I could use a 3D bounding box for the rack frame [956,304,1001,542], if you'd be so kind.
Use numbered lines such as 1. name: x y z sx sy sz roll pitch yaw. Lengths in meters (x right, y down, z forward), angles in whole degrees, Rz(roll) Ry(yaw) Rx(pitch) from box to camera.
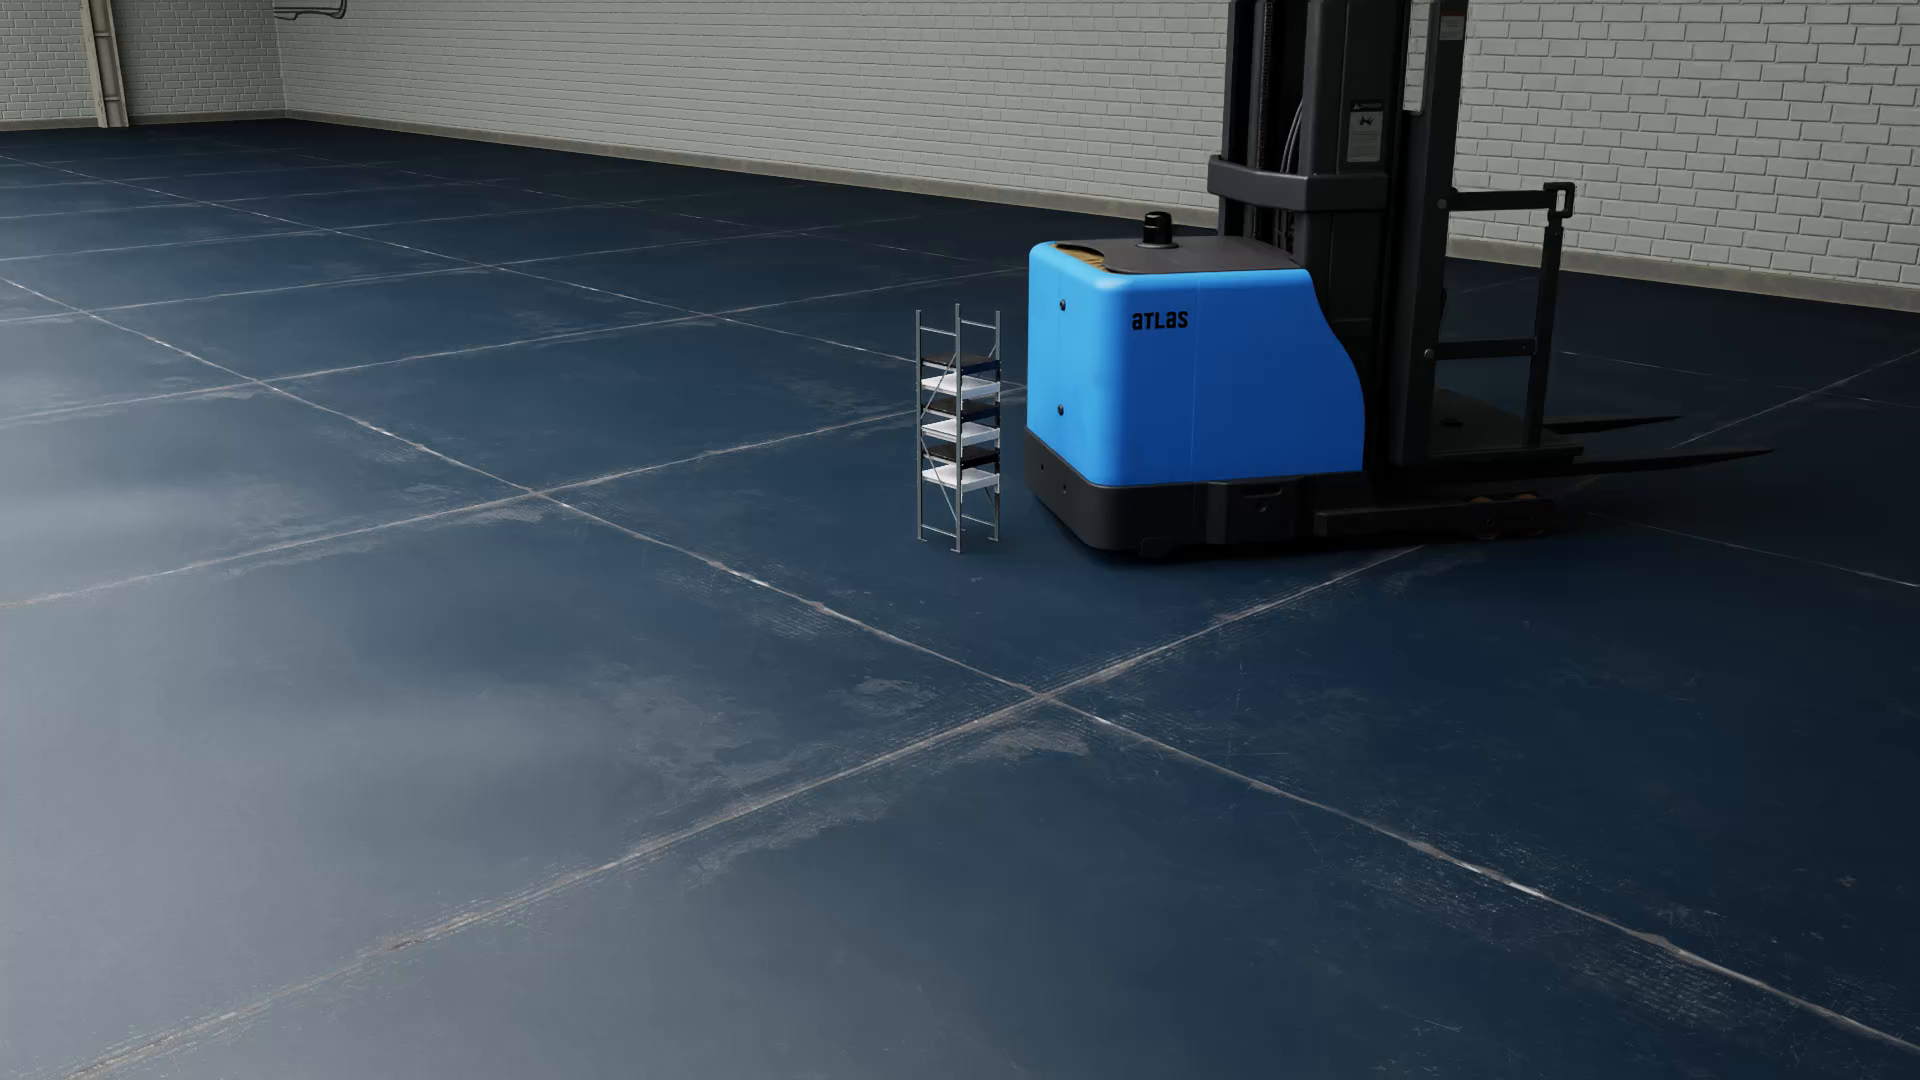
1. rack frame: 0.068 -0.448 6.407 0.006 0.900 0.240 -16 24 -41

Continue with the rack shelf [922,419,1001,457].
1. rack shelf: -0.006 -0.395 6.351 0.200 0.077 0.258 -16 24 -41

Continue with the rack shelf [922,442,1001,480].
1. rack shelf: -0.006 -0.309 6.379 0.200 0.077 0.258 -16 24 -41

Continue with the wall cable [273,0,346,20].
1. wall cable: -11.114 -10.053 27.935 0.112 2.526 3.097 -16 24 -41

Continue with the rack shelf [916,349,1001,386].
1. rack shelf: -0.006 -0.651 6.268 0.200 0.077 0.258 -16 24 -41

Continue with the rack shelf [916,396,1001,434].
1. rack shelf: -0.006 -0.480 6.323 0.200 0.077 0.258 -16 24 -41

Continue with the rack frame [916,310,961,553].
1. rack frame: -0.080 -0.405 6.274 0.006 0.900 0.240 -16 24 -41

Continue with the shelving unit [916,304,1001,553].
1. shelving unit: -0.006 -0.426 6.341 0.210 0.900 0.258 -16 24 -41

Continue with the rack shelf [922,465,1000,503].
1. rack shelf: -0.006 -0.223 6.406 0.200 0.077 0.258 -16 24 -41

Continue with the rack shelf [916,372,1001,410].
1. rack shelf: -0.006 -0.566 6.295 0.200 0.077 0.258 -16 24 -41

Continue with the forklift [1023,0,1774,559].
1. forklift: 1.840 -1.547 6.505 3.031 2.935 1.130 -4 18 -13

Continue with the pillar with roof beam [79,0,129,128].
1. pillar with roof beam: -11.205 -10.237 23.469 0.400 9.000 9.100 -16 24 -41
